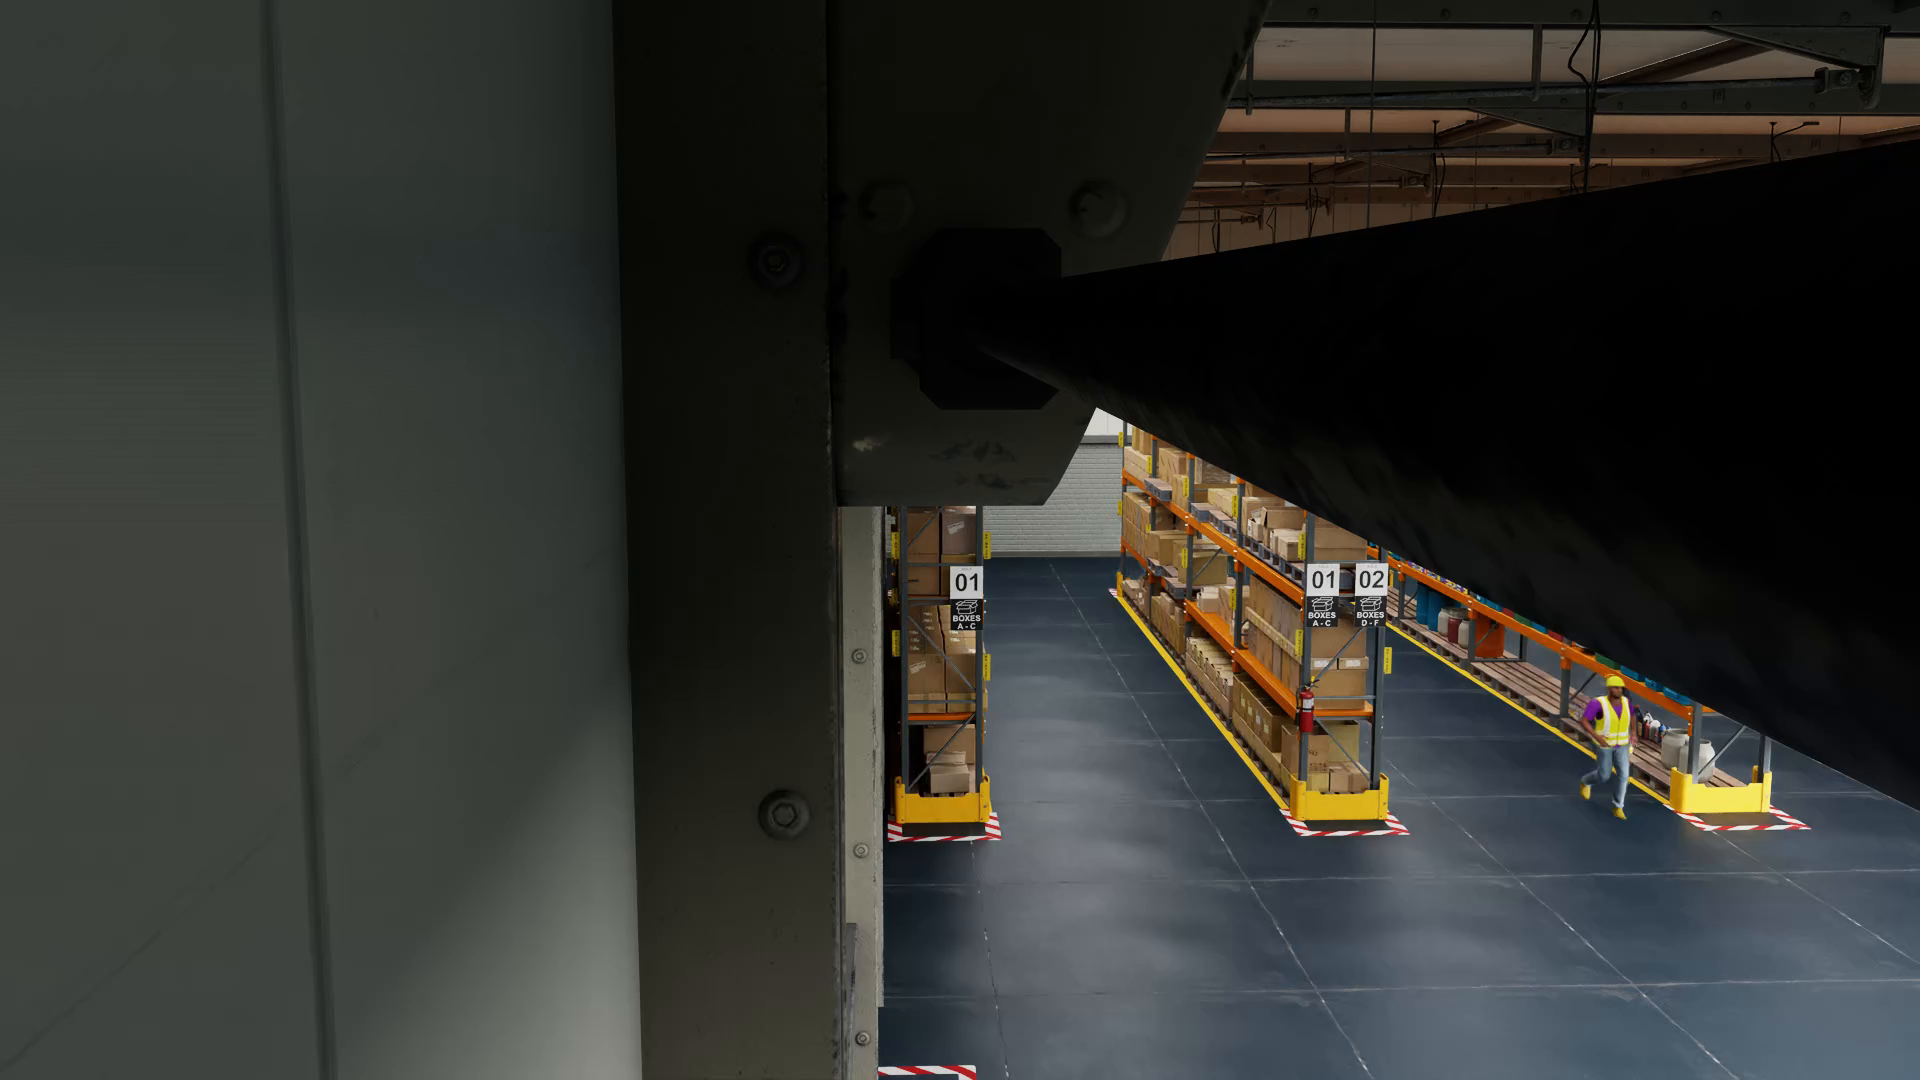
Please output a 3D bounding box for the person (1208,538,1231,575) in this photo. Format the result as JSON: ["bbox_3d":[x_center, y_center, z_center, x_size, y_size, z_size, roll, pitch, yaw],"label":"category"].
[{"bbox_3d":[5.696,0.332,36.958,0.658,1.651,0.598,-7,11,-43],"label":"person"}]

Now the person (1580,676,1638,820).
[{"bbox_3d":[8.152,2.563,20.881,0.751,1.775,0.773,-1,8,-10],"label":"person"}]
